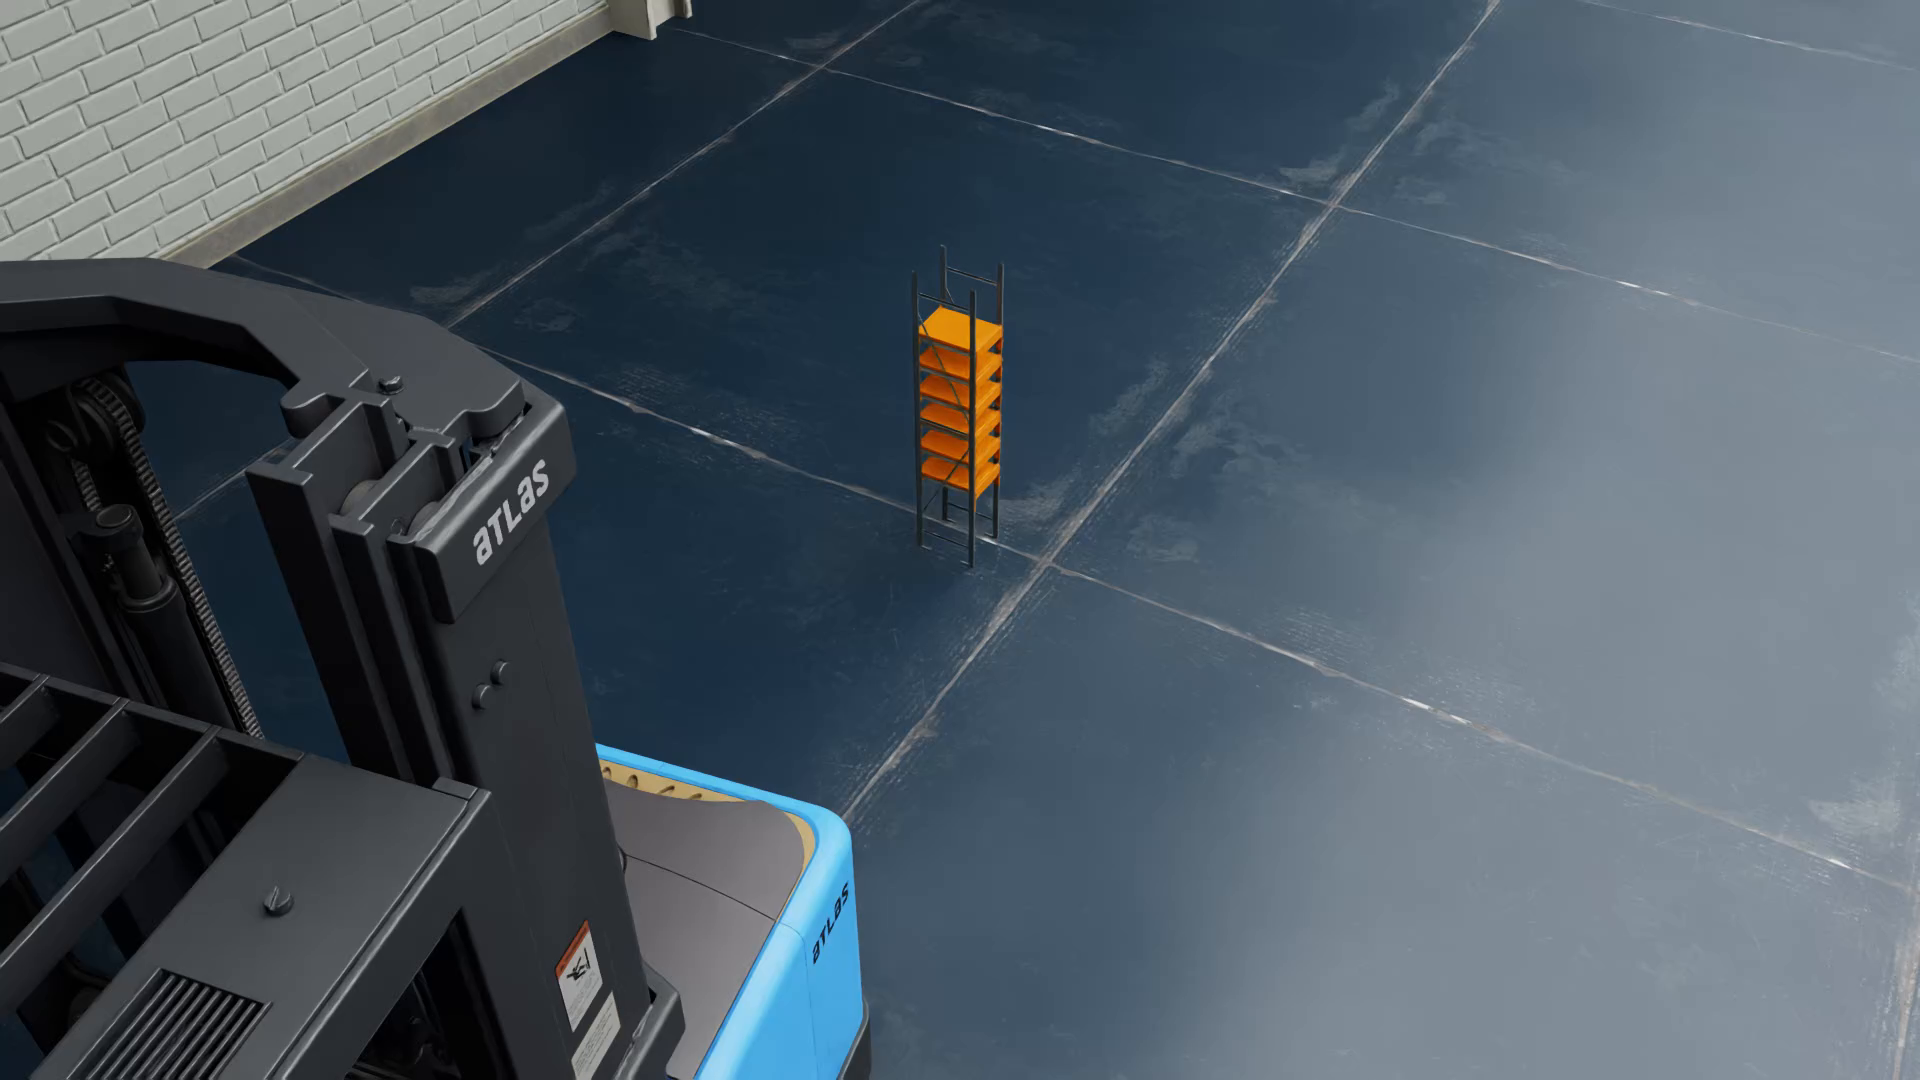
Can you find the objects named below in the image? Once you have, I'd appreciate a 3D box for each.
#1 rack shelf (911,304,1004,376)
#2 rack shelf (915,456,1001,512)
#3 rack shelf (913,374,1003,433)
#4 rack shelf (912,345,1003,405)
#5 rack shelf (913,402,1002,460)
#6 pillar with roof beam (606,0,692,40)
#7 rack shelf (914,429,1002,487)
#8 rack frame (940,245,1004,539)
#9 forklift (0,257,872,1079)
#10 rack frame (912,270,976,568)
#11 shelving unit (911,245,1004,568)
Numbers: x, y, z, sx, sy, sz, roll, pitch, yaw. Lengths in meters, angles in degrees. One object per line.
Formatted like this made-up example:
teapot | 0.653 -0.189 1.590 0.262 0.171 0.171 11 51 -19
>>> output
rack shelf | -0.007 -0.679 5.636 0.258 0.103 0.180 21 45 22
rack shelf | -0.007 -0.229 6.032 0.258 0.103 0.180 21 45 22
rack shelf | -0.007 -0.499 5.794 0.258 0.103 0.180 21 45 22
rack shelf | -0.007 -0.589 5.715 0.258 0.103 0.180 21 45 22
rack shelf | -0.007 -0.409 5.873 0.258 0.103 0.180 21 45 22
pillar with roof beam | 1.931 -4.969 5.083 9.100 9.000 0.400 21 45 22
rack shelf | -0.007 -0.319 5.953 0.258 0.103 0.180 21 45 22
rack frame | 0.039 -0.494 5.904 0.240 1.200 0.006 21 45 22
forklift | -1.209 1.162 2.712 1.130 2.935 3.031 13 43 14
rack frame | -0.053 -0.390 5.785 0.240 1.200 0.006 21 45 22
shelving unit | -0.007 -0.442 5.844 0.258 1.200 0.189 21 45 22
